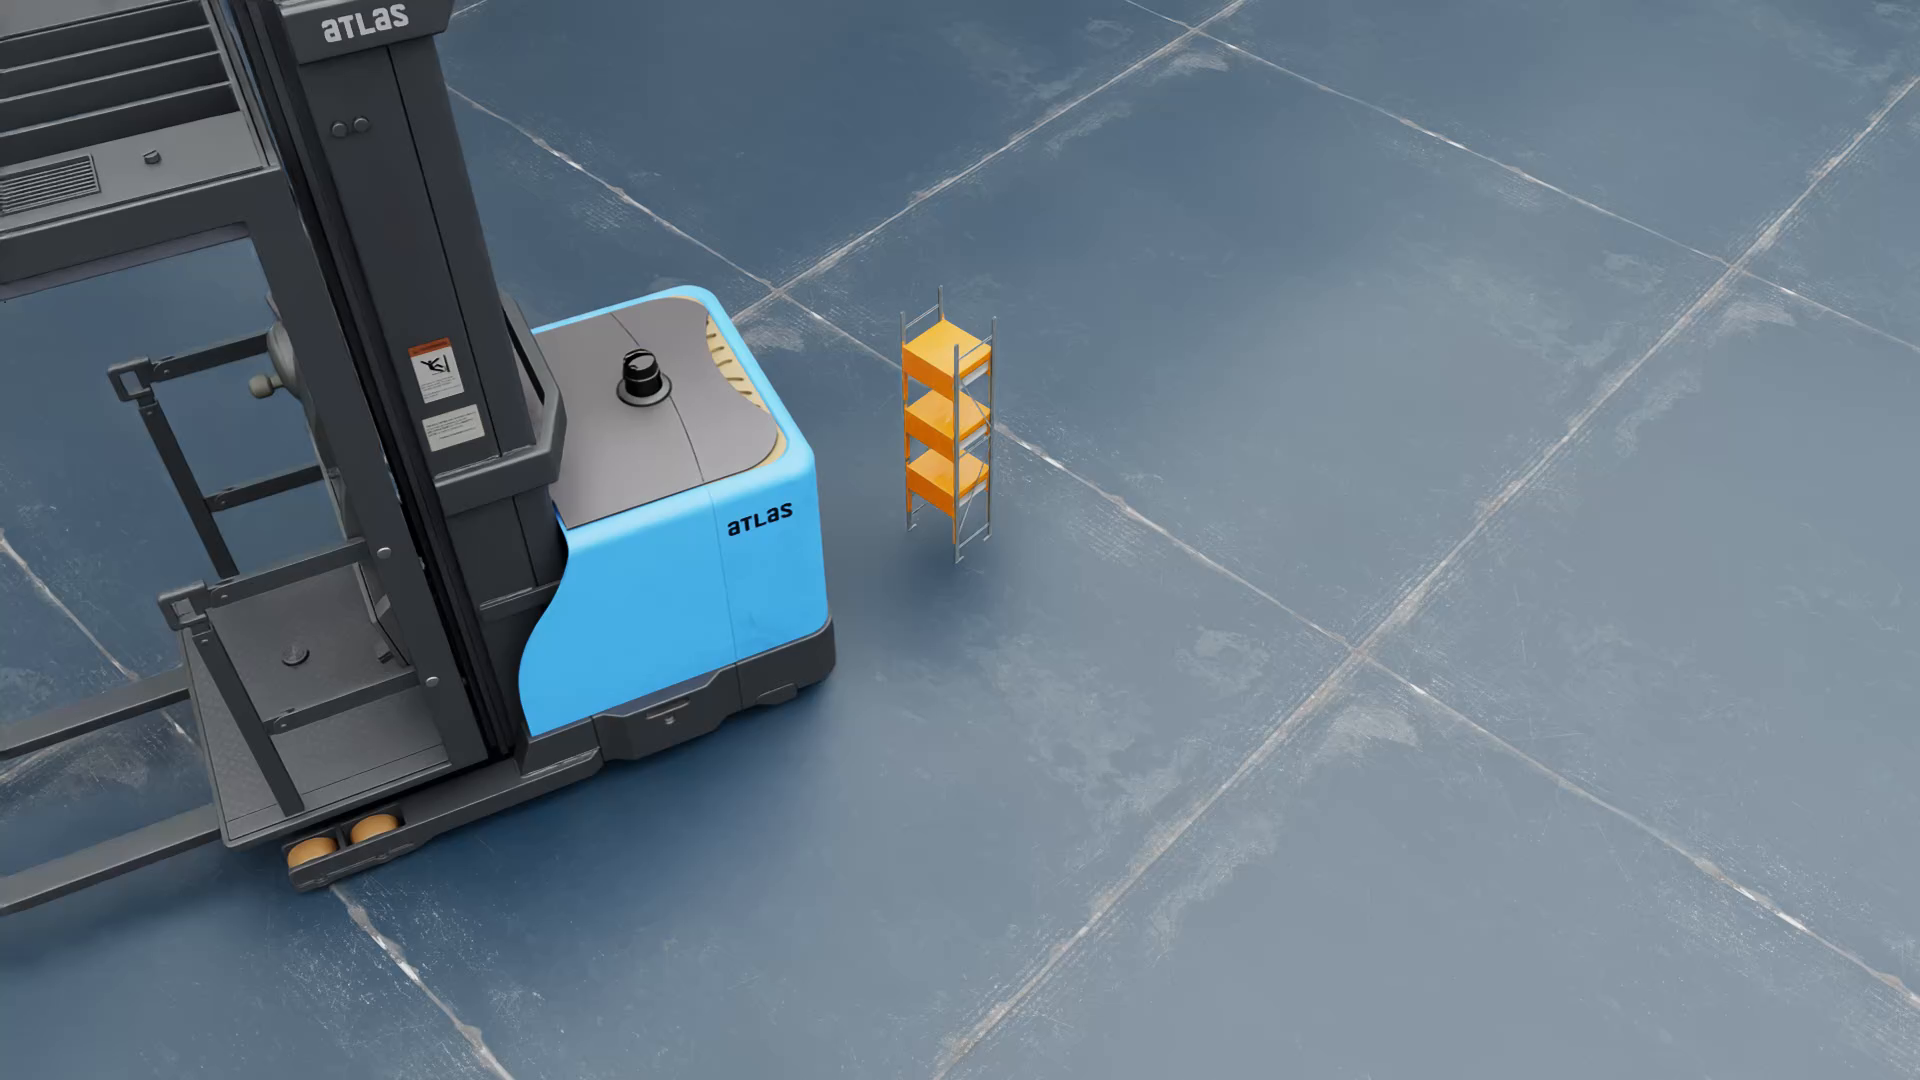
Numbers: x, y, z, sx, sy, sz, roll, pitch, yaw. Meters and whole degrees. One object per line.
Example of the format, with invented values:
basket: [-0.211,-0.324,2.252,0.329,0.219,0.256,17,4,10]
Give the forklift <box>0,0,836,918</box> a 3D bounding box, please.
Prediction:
forklift: [-1.983,-0.356,4.573,3.031,2.935,1.130,-20,50,-18]

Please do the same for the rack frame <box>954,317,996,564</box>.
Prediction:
rack frame: [0.050,-0.325,5.835,0.008,1.050,0.200,34,55,28]

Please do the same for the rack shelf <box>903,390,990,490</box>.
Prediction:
rack shelf: [-0.039,-0.379,5.900,0.240,0.259,0.215,34,55,28]

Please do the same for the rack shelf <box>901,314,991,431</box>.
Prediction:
rack shelf: [-0.039,-0.573,5.693,0.240,0.259,0.215,34,55,28]

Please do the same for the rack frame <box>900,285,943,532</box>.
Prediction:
rack frame: [-0.129,-0.446,5.949,0.008,1.050,0.200,34,55,28]

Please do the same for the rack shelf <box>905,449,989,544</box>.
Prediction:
rack shelf: [-0.039,-0.188,6.102,0.240,0.259,0.215,34,55,28]

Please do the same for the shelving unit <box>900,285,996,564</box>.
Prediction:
shelving unit: [-0.039,-0.386,5.892,0.252,1.050,0.215,34,55,28]
